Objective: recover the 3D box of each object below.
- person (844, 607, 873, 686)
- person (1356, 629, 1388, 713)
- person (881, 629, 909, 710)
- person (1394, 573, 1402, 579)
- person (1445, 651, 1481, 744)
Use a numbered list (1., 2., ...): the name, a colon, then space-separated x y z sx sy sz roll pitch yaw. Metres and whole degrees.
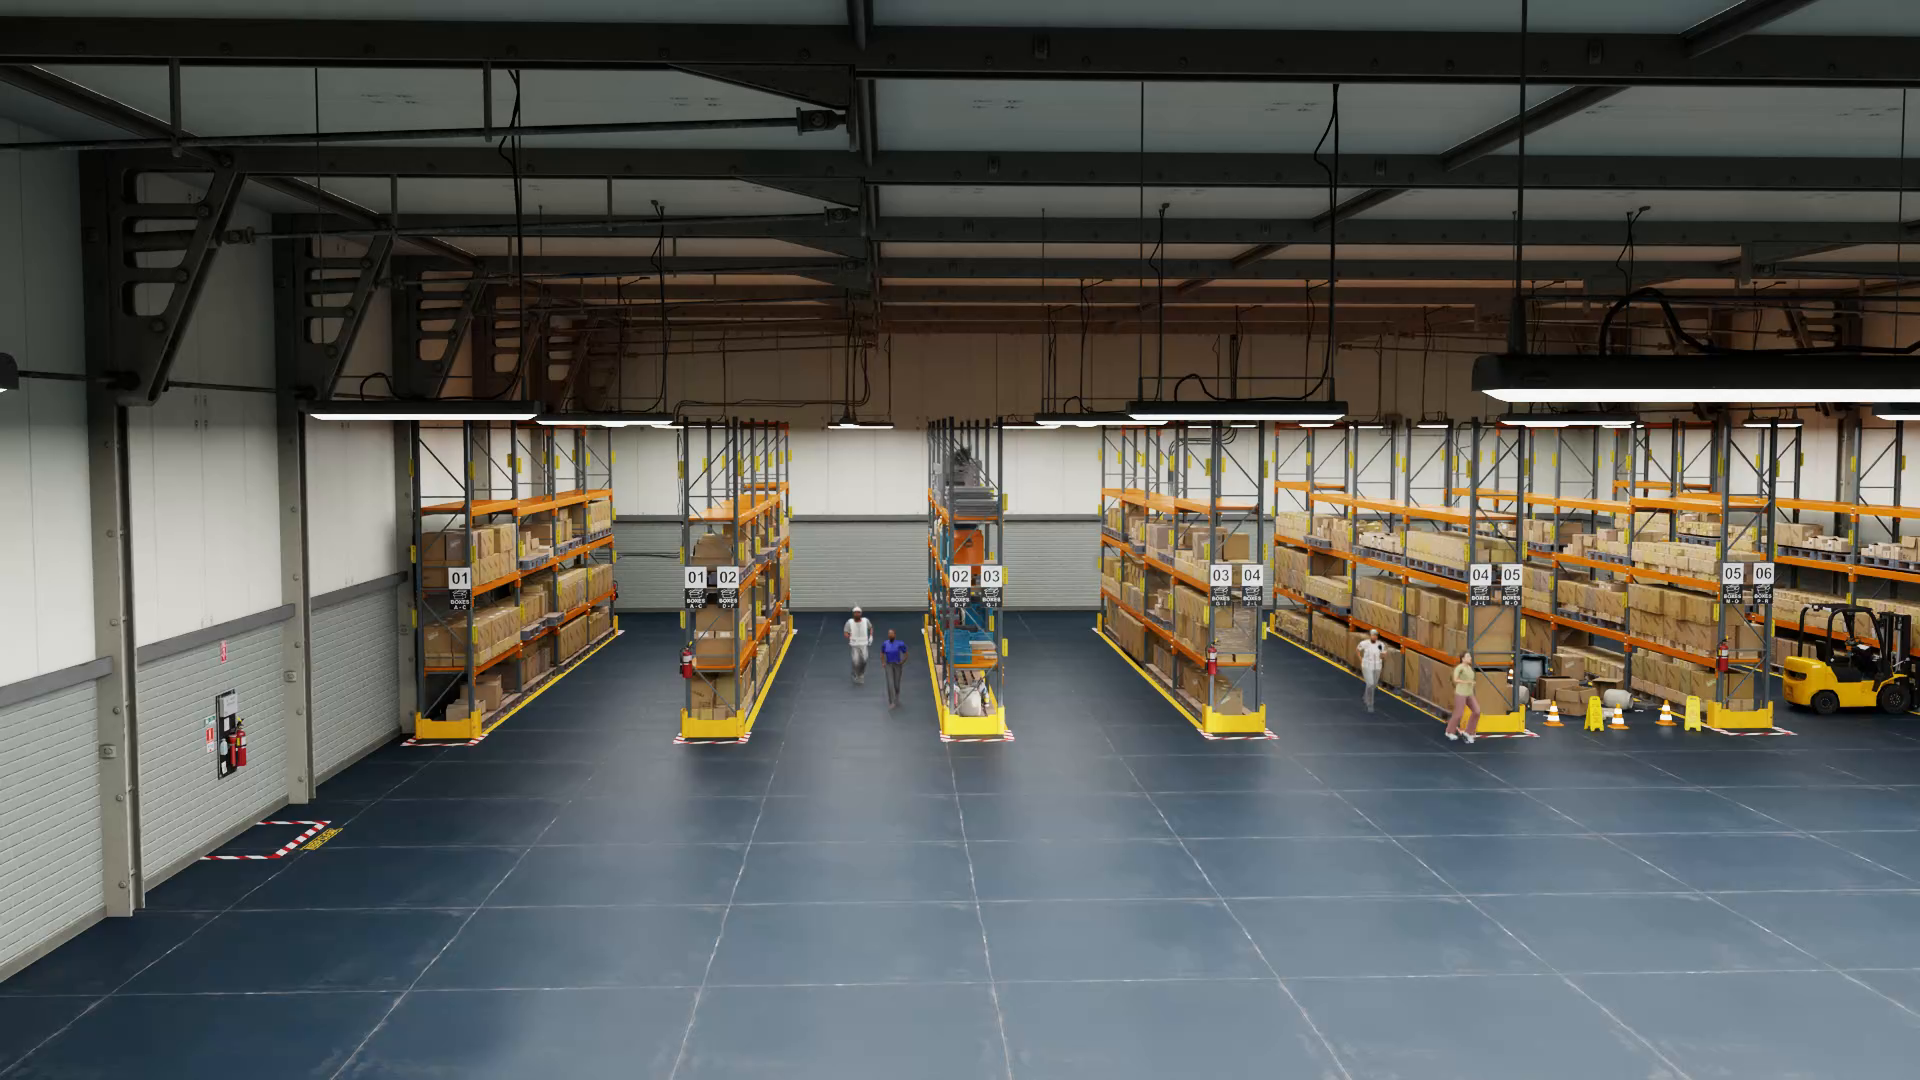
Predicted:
1. person: -2.289 2.393 37.560 0.682 1.776 0.666 0 4 -7
2. person: 8.479 2.681 34.252 0.577 1.724 0.855 -1 4 -9
3. person: -1.357 2.666 34.523 0.598 1.675 0.706 1 4 8
4. person: 12.975 1.655 49.275 0.544 1.737 0.715 0 4 0
5. person: 9.292 2.903 30.684 0.574 1.697 0.648 -2 4 -33
